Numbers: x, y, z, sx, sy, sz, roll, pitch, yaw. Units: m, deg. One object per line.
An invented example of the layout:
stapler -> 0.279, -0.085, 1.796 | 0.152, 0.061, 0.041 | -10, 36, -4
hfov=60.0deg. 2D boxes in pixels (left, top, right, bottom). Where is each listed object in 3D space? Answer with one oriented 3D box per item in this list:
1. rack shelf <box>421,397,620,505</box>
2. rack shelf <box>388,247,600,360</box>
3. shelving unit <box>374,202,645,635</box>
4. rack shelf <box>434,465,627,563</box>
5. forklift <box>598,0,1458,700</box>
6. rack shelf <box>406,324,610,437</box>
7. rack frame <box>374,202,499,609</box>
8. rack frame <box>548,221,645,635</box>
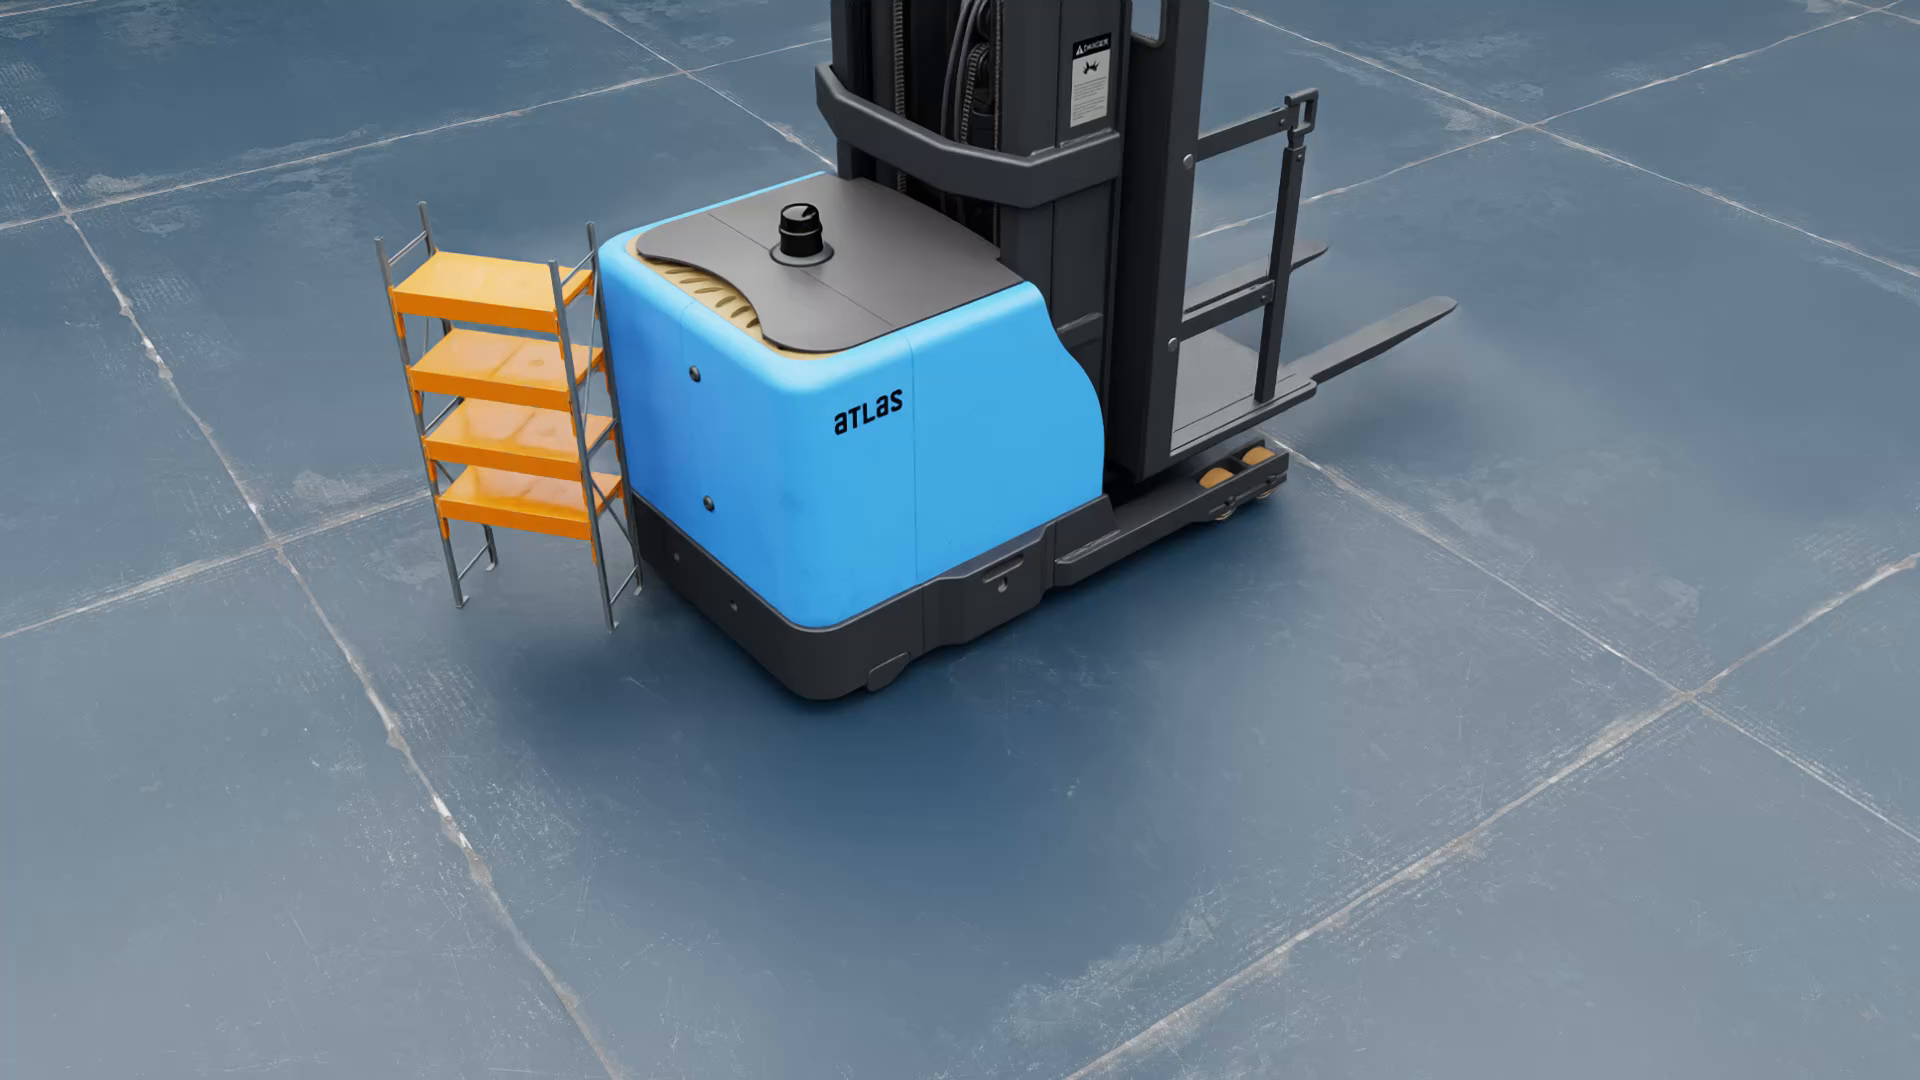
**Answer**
rack shelf -> -1.231, -0.260, 4.699 | 0.480, 0.148, 0.258 | 9, 37, 12
rack shelf -> -1.231, -0.634, 4.431 | 0.480, 0.148, 0.258 | 9, 37, 12
shelving unit -> -1.231, -0.315, 4.660 | 0.503, 1.200, 0.258 | 9, 37, 12
rack shelf -> -1.231, -0.099, 4.815 | 0.480, 0.148, 0.258 | 9, 37, 12
forklift -> 0.443, -1.468, 4.781 | 3.031, 2.935, 1.130 | -26, 43, -31
rack shelf -> -1.231, -0.442, 4.569 | 0.480, 0.148, 0.258 | 9, 37, 12
rack frame -> -1.467, -0.351, 4.710 | 0.015, 1.200, 0.240 | 9, 37, 12
rack frame -> -0.995, -0.279, 4.610 | 0.015, 1.200, 0.240 | 9, 37, 12
